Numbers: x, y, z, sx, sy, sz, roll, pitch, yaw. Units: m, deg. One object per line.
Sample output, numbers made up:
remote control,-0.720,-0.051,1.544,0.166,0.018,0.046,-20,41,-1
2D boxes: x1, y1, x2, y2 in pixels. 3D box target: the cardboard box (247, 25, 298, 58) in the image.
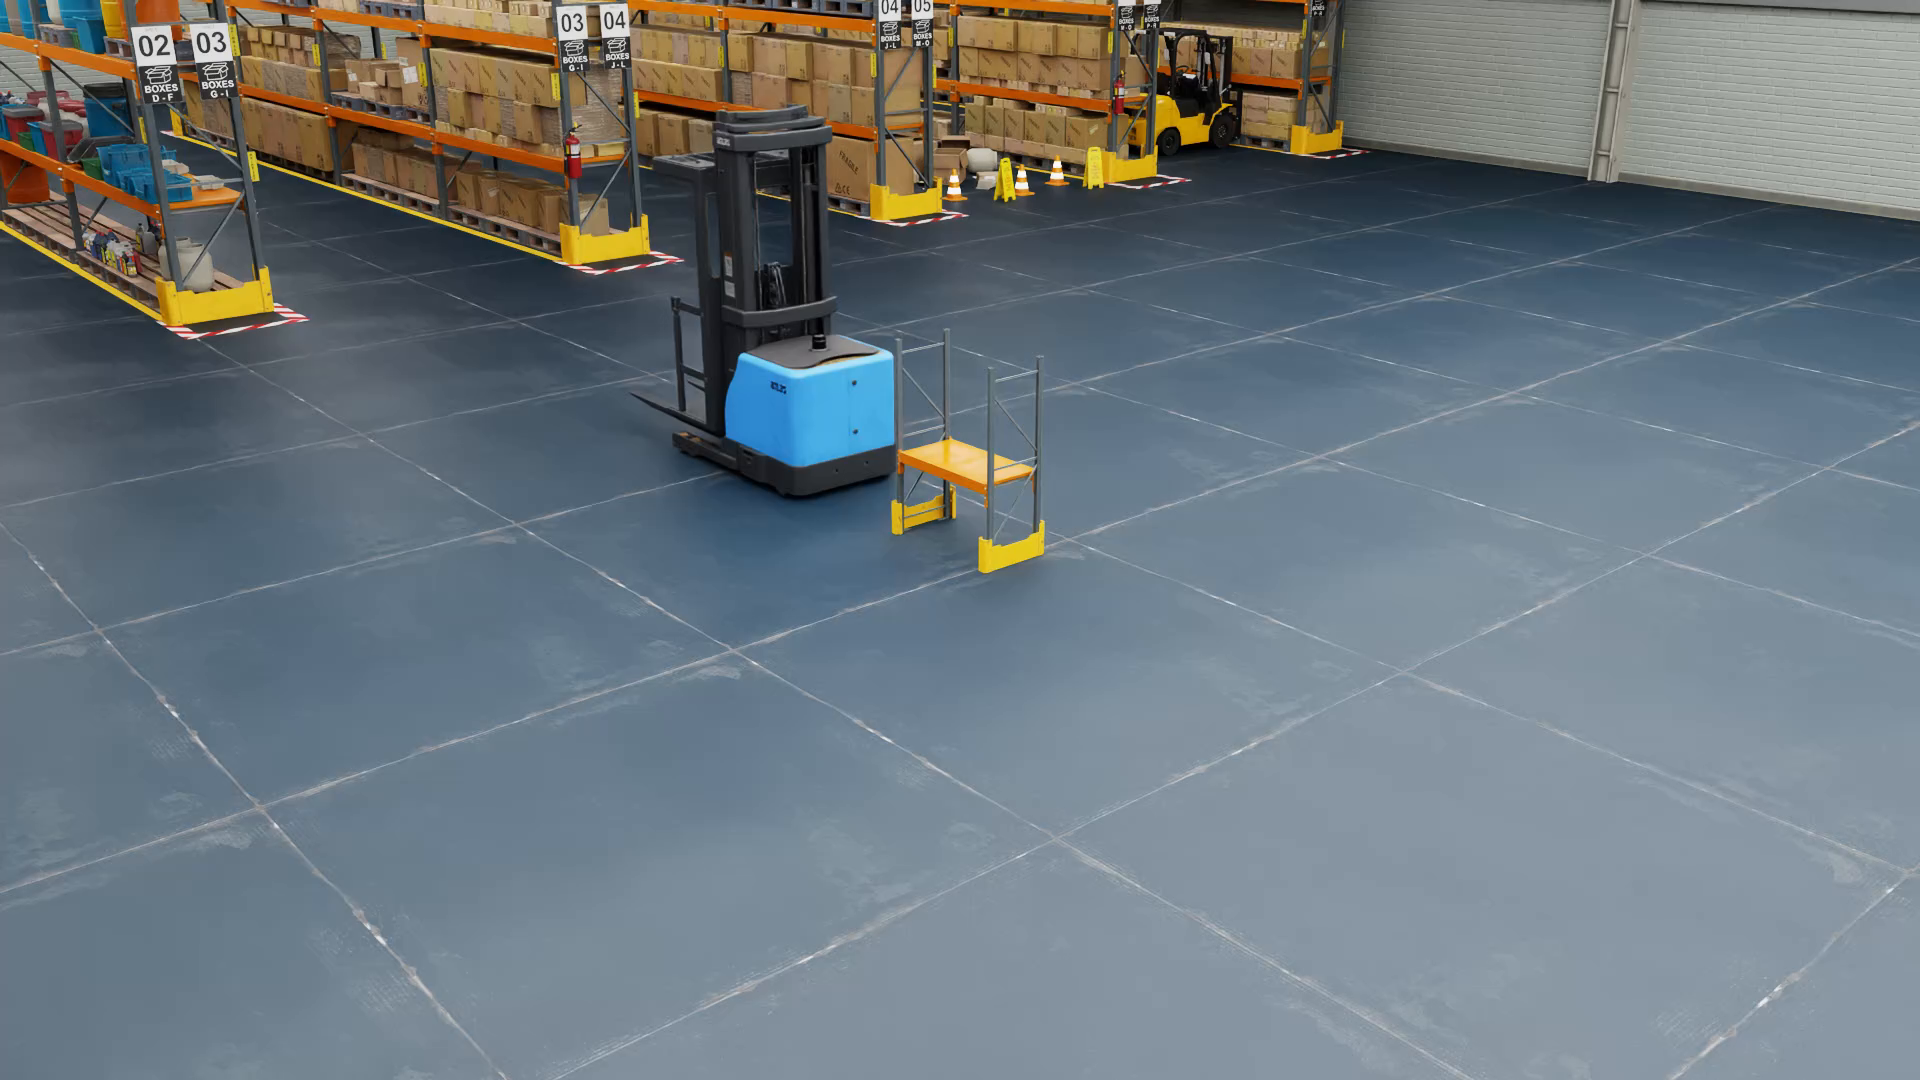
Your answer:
cardboard box,-12.049,-8.785,29.287,0.797,0.503,0.637,-18,28,-39

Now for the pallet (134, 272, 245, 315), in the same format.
pallet,-9.003,-2.888,19.568,1.003,0.211,1.213,-17,27,-37

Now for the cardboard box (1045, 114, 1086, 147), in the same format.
cardboard box,1.804,-7.056,28.553,0.500,0.500,0.500,-16,27,-36

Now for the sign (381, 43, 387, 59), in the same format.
sign,-9.457,-7.974,27.252,0.100,0.325,0.005,-17,27,-37

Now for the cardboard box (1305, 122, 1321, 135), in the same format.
cardboard box,6.454,-7.769,31.402,0.500,0.250,0.500,-17,27,-37

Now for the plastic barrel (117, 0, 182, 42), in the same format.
plastic barrel,-8.805,-5.847,18.022,0.600,0.830,0.708,-17,27,-37

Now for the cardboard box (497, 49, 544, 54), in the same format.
cardboard box,-6.095,-6.551,23.180,0.500,0.500,0.500,-17,27,-37

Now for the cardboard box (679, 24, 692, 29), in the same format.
cardboard box,-5.801,-11.059,36.470,0.500,0.500,0.500,-18,28,-39

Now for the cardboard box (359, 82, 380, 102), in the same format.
cardboard box,-8.942,-6.948,25.741,0.500,0.250,0.500,-18,28,-39

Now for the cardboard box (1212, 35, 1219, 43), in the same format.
cardboard box,5.018,-9.543,31.709,0.380,0.149,0.250,-18,28,-38

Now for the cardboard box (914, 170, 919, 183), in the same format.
cardboard box,-0.910,-6.078,27.639,0.396,0.266,0.258,-12,25,-28

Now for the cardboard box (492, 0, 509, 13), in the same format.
cardboard box,-5.901,-7.006,21.805,0.380,0.149,0.250,-19,28,-40

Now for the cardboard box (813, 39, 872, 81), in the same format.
cardboard box,-1.720,-7.284,25.283,0.875,0.550,0.550,-17,27,-37

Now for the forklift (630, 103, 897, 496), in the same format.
forklift,-1.840,-2.181,14.033,1.130,2.935,3.031,-17,27,-36

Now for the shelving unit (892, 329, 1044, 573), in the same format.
shelving unit,0.050,-0.677,12.157,0.587,1.500,1.083,-17,27,-37

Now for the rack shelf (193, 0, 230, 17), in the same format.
rack shelf,-13.778,-10.060,30.928,1.077,0.370,4.000,-17,27,-37

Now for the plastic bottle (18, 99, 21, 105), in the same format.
plastic bottle,-14.310,-6.592,25.377,0.097,0.271,0.097,0,21,0

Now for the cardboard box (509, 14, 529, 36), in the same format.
cardboard box,-5.475,-6.667,21.485,0.500,0.250,0.500,-17,27,-37

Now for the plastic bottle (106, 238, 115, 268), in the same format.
plastic bottle,-10.389,-3.536,20.428,0.144,0.351,0.185,-18,27,-38

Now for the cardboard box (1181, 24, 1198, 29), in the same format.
cardboard box,4.501,-9.891,32.189,0.380,0.149,0.250,-17,27,-36

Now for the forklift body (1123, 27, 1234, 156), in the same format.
forklift body,4.006,-8.366,30.895,2.313,2.155,1.214,-17,27,-37

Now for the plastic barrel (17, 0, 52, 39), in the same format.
plastic barrel,-11.499,-6.775,20.868,0.600,0.901,0.708,-17,27,-37

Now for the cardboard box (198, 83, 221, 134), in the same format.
cardboard box,-14.011,-8.348,32.021,0.875,0.875,0.875,-17,27,-37

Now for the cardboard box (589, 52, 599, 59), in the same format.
cardboard box,-6.705,-8.738,30.042,0.380,0.149,0.250,-17,27,-36

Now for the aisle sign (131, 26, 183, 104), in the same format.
aisle sign,-8.570,-5.071,17.753,0.394,0.787,0.004,-17,27,-37

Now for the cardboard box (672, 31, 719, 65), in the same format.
cardboard box,-4.422,-8.317,28.098,0.700,0.500,0.500,-17,27,-37

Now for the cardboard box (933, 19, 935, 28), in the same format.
cardboard box,-0.675,-9.538,30.713,0.380,0.149,0.250,-18,28,-39

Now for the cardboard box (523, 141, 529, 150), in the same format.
cardboard box,-5.630,-5.320,22.299,0.380,0.149,0.250,-17,27,-37

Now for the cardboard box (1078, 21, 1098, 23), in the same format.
cardboard box,2.699,-10.866,35.088,0.380,0.149,0.250,-18,28,-38

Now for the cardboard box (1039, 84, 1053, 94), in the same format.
cardboard box,1.574,-7.761,28.531,0.380,0.149,0.250,-18,28,-38

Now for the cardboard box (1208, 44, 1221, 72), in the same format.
cardboard box,5.103,-9.215,31.762,0.500,0.500,0.500,-17,27,-37

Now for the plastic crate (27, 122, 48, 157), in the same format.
plastic crate,-11.958,-5.279,21.872,0.392,0.384,0.575,-17,27,-37

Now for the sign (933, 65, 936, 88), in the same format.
sign,-0.392,-6.853,24.573,0.100,0.325,0.005,-17,27,-37

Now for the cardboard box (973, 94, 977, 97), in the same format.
cardboard box,0.646,-10.120,37.061,0.500,0.500,0.500,-18,28,-38

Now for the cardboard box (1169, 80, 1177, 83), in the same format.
cardboard box,4.483,-9.068,33.346,0.500,0.250,0.500,-17,27,-36

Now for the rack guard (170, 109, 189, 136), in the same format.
rack guard,-15.099,-8.393,33.228,1.175,0.500,0.348,-17,27,-37

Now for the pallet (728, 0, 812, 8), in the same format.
pallet,-2.901,-8.515,26.119,1.003,0.211,1.213,-17,27,-37

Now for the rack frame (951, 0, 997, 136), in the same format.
rack frame,0.257,-8.594,30.313,1.000,3.000,0.127,-17,27,-37

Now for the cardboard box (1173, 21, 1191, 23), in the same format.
cardboard box,4.452,-10.248,33.101,0.380,0.149,0.250,-17,27,-37

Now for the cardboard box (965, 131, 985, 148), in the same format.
cardboard box,0.438,-7.282,30.158,0.500,0.250,0.500,-19,28,-40

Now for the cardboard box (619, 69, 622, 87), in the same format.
cardboard box,-5.949,-8.351,29.556,0.500,0.500,0.500,-17,27,-37

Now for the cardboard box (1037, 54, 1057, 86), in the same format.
cardboard box,1.658,-8.037,28.346,0.500,0.500,0.500,-18,27,-38

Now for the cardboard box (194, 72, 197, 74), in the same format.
cardboard box,-14.261,-8.902,31.444,0.380,0.149,0.250,-18,28,-38

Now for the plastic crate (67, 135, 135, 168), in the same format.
plastic crate,-10.757,-4.852,20.845,0.767,0.338,0.504,-17,27,-37

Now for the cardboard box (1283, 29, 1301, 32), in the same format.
cardboard box,6.240,-9.452,31.070,0.380,0.149,0.250,-17,27,-36

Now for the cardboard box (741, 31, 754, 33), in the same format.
cardboard box,-4.221,-10.496,34.688,0.500,0.250,0.500,-17,27,-37

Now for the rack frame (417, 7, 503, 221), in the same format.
rack frame,-7.250,-6.235,24.290,1.000,3.000,0.127,-17,27,-37

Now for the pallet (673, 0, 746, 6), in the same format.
pallet,-4.063,-8.937,27.338,0.805,0.209,1.217,-19,28,-39

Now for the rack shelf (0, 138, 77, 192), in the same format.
rack shelf,-12.308,-5.274,22.822,1.077,0.370,4.000,-17,27,-37

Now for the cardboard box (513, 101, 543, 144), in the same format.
cardboard box,-5.395,-5.583,22.081,0.875,0.500,0.500,-17,27,-37

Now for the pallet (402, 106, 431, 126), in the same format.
pallet,-7.639,-6.392,24.953,1.003,0.211,1.213,-17,27,-37

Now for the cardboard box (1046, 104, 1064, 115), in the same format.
cardboard box,1.695,-7.370,28.466,0.380,0.149,0.250,-17,27,-37

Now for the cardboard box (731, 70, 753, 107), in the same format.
cardboard box,-3.177,-7.359,26.953,0.875,0.550,0.550,-17,27,-37

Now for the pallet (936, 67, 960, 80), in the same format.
pallet,-0.132,-8.751,30.976,1.003,0.211,1.213,-17,27,-37
